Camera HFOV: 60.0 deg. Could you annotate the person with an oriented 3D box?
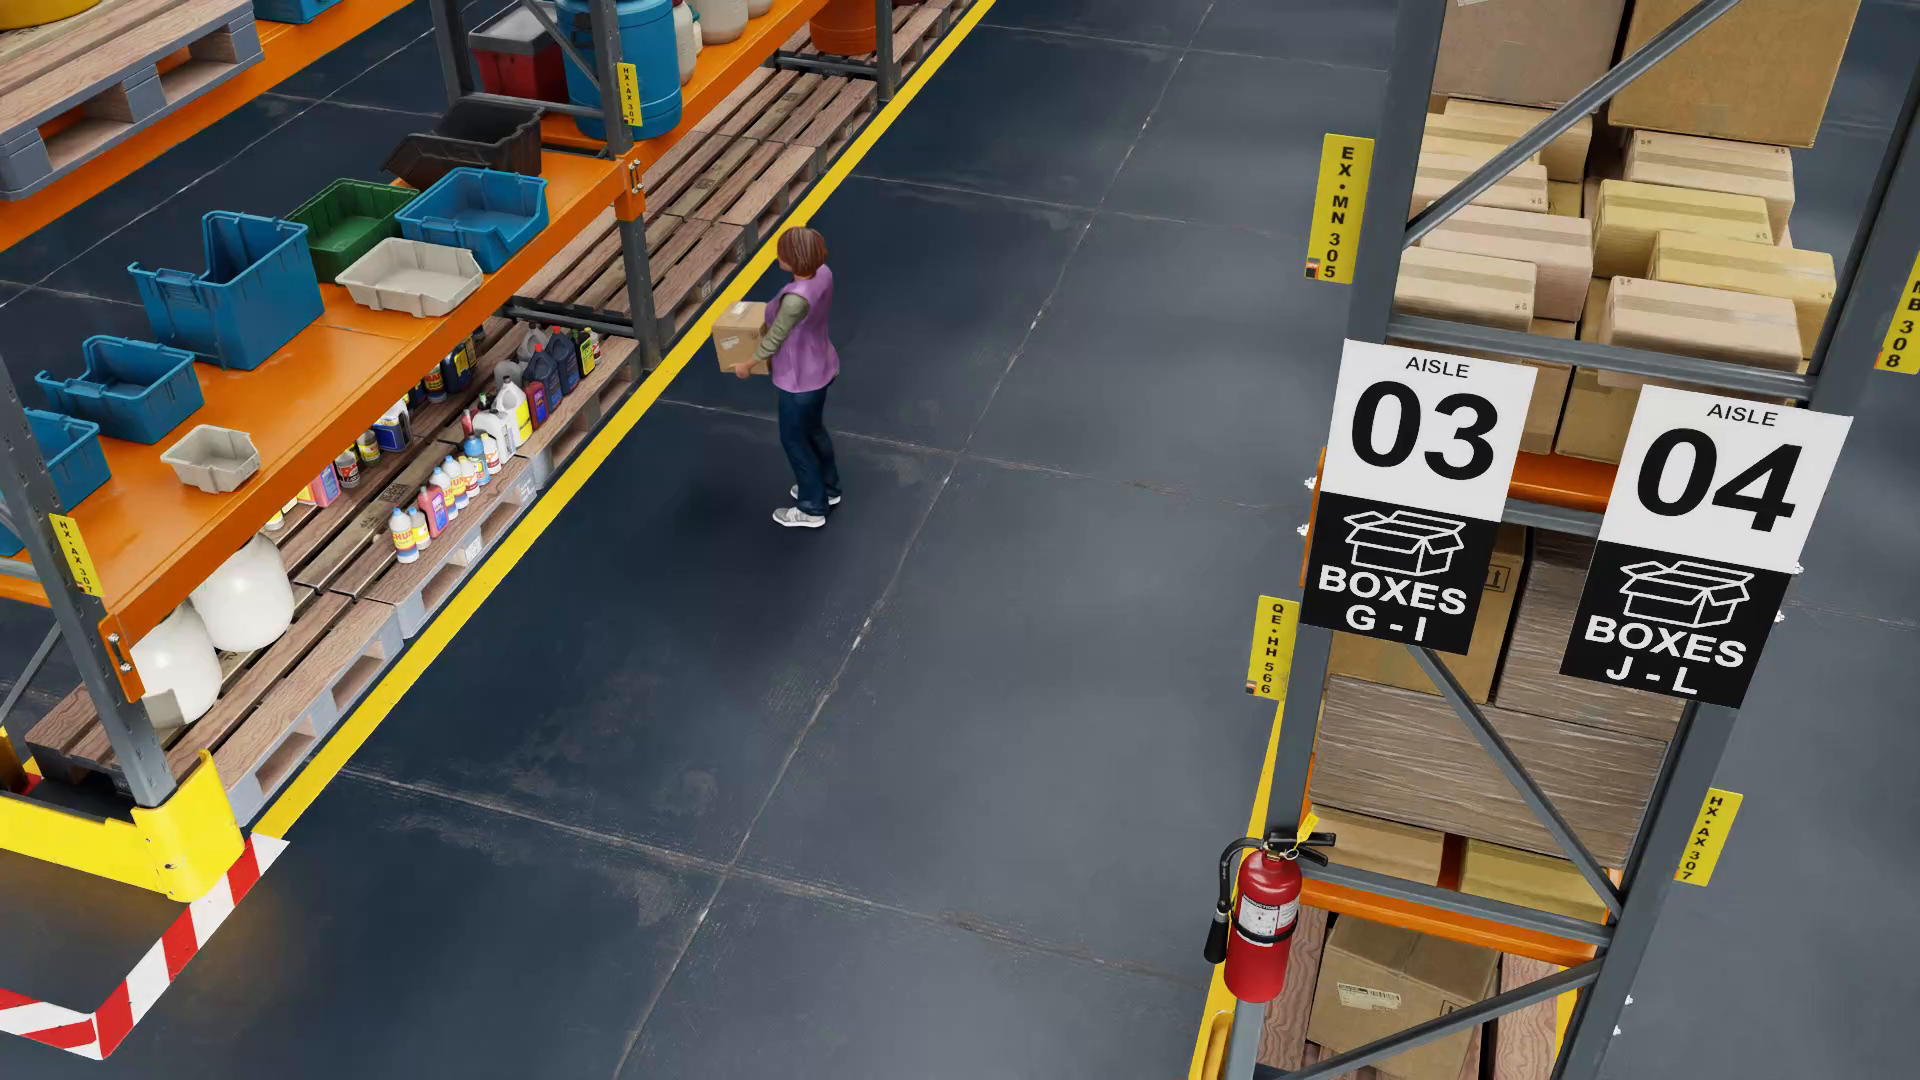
[{"bbox_3d":[-0.829,-0.790,7.929,0.485,1.596,0.401,11,39,14],"label":"person"}]
